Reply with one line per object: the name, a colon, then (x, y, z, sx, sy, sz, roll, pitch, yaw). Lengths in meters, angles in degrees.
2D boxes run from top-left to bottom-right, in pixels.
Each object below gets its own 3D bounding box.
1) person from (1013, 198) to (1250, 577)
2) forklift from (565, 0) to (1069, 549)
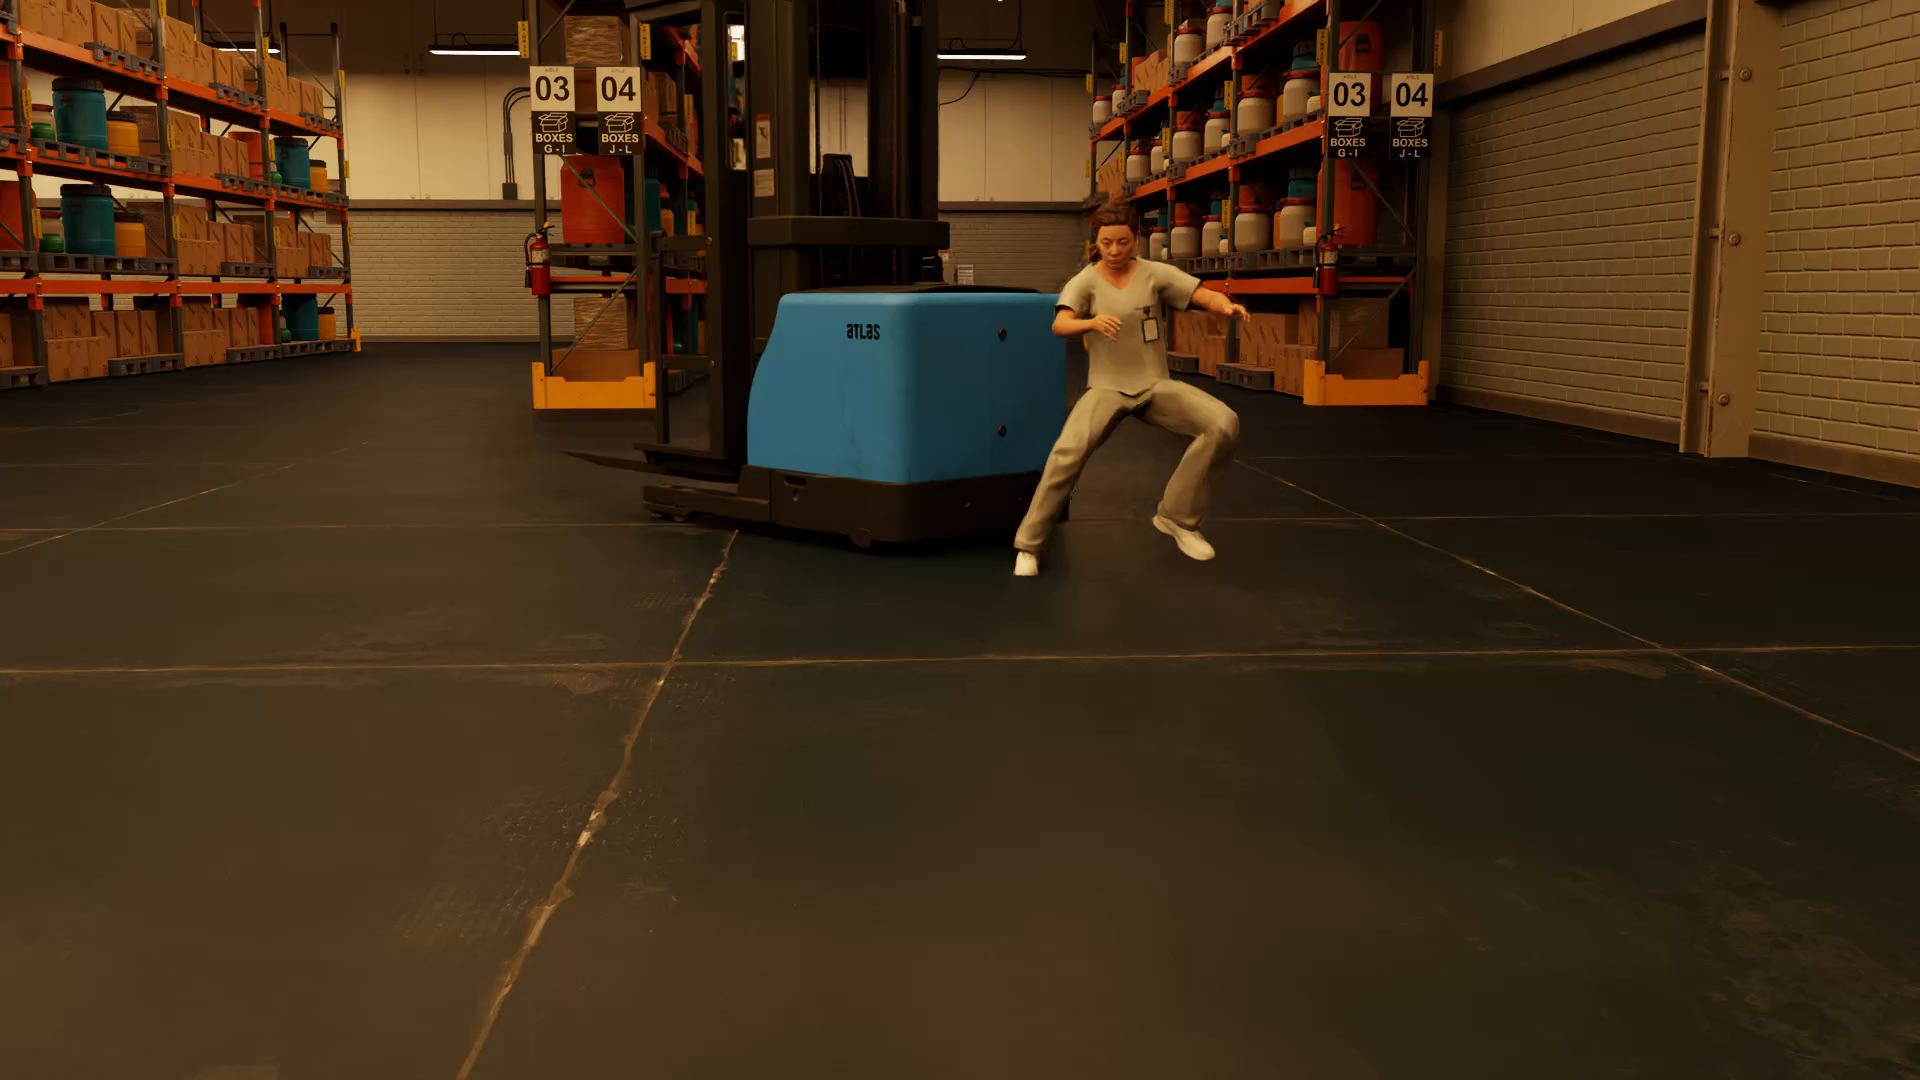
person: (0.645, -0.603, 6.503, 0.884, 1.454, 0.690, 0, 8, -3)
forklift: (-0.880, -1.578, 7.957, 1.130, 2.935, 3.031, -8, 11, -42)
